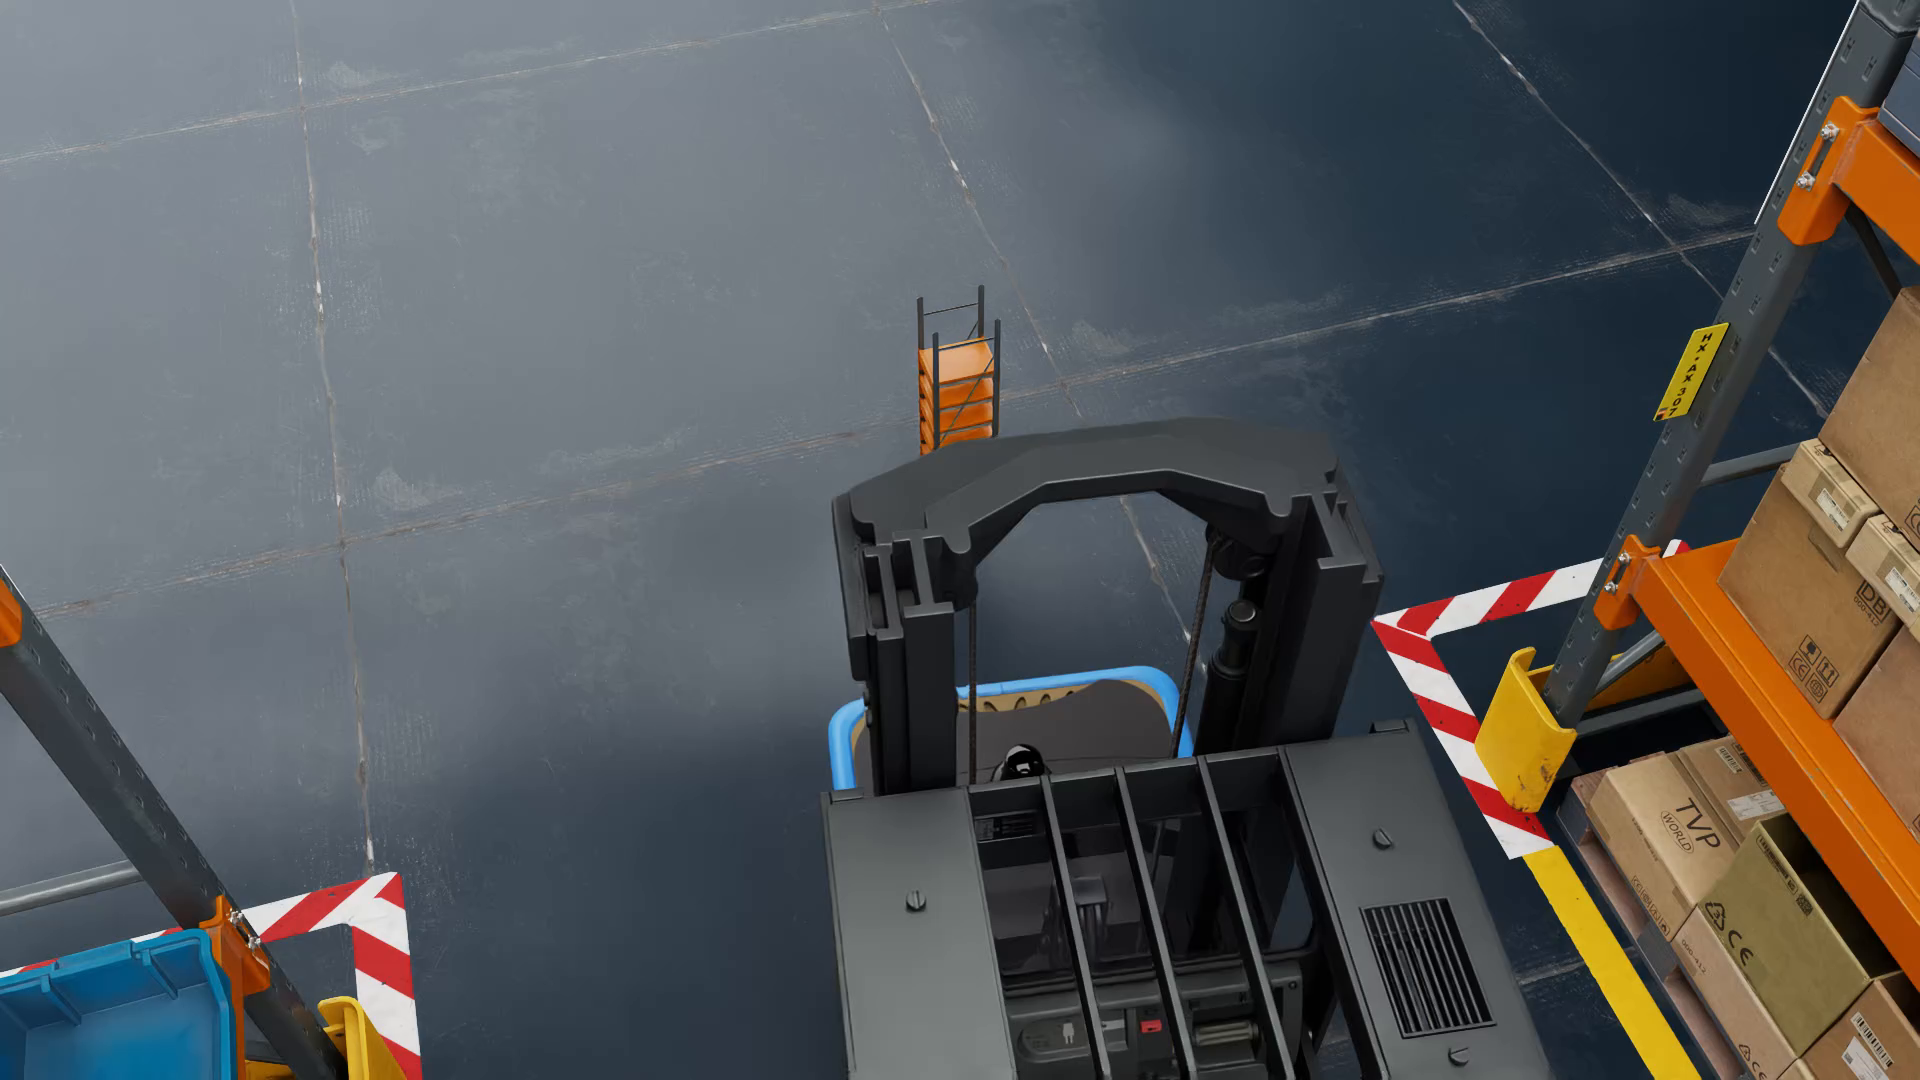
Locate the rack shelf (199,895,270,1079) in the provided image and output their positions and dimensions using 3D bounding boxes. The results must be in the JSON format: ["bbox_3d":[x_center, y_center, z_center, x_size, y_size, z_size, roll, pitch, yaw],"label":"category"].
[{"bbox_3d":[-1.710,2.560,2.890,1.077,0.370,4.000,-13,51,-11],"label":"rack shelf"}]

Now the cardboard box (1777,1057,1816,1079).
[{"bbox_3d":[2.676,1.673,4.691,0.500,0.250,0.500,-13,51,-11],"label":"cardboard box"}]

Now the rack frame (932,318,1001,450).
[{"bbox_3d":[0.023,-0.330,6.034,0.240,1.200,0.006,-13,51,-11],"label":"rack frame"}]

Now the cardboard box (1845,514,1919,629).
[{"bbox_3d":[2.422,0.036,4.058,0.380,0.149,0.250,-15,51,-12],"label":"cardboard box"}]

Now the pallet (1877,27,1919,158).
[{"bbox_3d":[2.616,-0.666,3.235,1.003,0.211,1.213,-13,51,-11],"label":"pallet"}]

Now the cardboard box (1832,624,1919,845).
[{"bbox_3d":[2.717,0.444,4.138,0.700,0.500,0.500,-12,51,-10],"label":"cardboard box"}]

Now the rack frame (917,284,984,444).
[{"bbox_3d":[-0.031,-0.464,6.146,0.240,1.200,0.006,-13,51,-11],"label":"rack frame"}]

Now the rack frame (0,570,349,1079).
[{"bbox_3d":[-2.305,0.868,3.846,0.949,2.616,0.053,-13,51,-11],"label":"rack frame"}]

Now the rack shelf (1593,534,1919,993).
[{"bbox_3d":[3.023,1.443,3.832,1.077,0.370,4.000,-13,51,-11],"label":"rack shelf"}]

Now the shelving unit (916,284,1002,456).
[{"bbox_3d":[-0.004,-0.397,6.090,0.258,1.200,0.189,-13,51,-11],"label":"shelving unit"}]

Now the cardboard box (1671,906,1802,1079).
[{"bbox_3d":[2.529,1.307,4.999,0.500,0.250,0.500,-13,51,-11],"label":"cardboard box"}]

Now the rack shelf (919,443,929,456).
[{"bbox_3d":[-0.004,-0.291,6.216,0.258,0.103,0.180,-13,51,-11],"label":"rack shelf"}]

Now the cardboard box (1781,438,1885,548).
[{"bbox_3d":[2.342,-0.156,4.220,0.380,0.149,0.250,-14,51,-11],"label":"cardboard box"}]

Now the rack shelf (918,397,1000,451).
[{"bbox_3d":[-0.004,-0.446,6.032,0.258,0.103,0.180,-13,51,-11],"label":"rack shelf"}]

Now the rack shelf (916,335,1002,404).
[{"bbox_3d":[-0.004,-0.601,5.849,0.258,0.103,0.180,-13,51,-11],"label":"rack shelf"}]

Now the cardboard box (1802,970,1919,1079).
[{"bbox_3d":[2.687,1.428,4.407,0.500,0.500,0.500,-13,51,-11],"label":"cardboard box"}]

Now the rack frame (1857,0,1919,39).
[{"bbox_3d":[2.431,-2.184,2.495,1.000,3.000,0.127,-13,51,-11],"label":"rack frame"}]

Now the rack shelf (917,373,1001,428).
[{"bbox_3d":[-0.004,-0.523,5.940,0.258,0.103,0.180,-13,51,-11],"label":"rack shelf"}]

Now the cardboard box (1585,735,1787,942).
[{"bbox_3d":[2.377,0.943,5.307,0.500,0.250,0.500,-13,51,-11],"label":"cardboard box"}]

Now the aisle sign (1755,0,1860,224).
[{"bbox_3d":[2.119,-1.067,3.777,0.394,0.787,0.004,-13,51,-11],"label":"aisle sign"}]

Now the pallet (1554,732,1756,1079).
[{"bbox_3d":[2.698,1.198,5.392,1.003,0.211,1.213,-13,51,-11],"label":"pallet"}]

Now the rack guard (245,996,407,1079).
[{"bbox_3d":[-2.234,1.718,4.764,1.175,0.500,0.348,-13,51,-11],"label":"rack guard"}]

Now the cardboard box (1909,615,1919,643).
[{"bbox_3d":[2.495,0.219,3.904,0.380,0.149,0.250,-13,51,-11],"label":"cardboard box"}]

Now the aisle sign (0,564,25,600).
[{"bbox_3d":[-2.039,-0.090,2.954,0.394,0.787,0.004,-13,51,-11],"label":"aisle sign"}]

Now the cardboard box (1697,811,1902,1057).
[{"bbox_3d":[2.527,1.066,4.712,0.500,0.500,0.500,-13,51,-11],"label":"cardboard box"}]

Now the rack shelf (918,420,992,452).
[{"bbox_3d":[-0.004,-0.369,6.124,0.258,0.103,0.180,-13,51,-11],"label":"rack shelf"}]

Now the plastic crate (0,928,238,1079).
[{"bbox_3d":[-1.868,1.213,3.652,0.499,0.251,0.616,-13,51,-11],"label":"plastic crate"}]

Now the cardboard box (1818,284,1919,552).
[{"bbox_3d":[2.573,-0.318,3.932,0.700,0.500,0.500,-13,51,-11],"label":"cardboard box"}]

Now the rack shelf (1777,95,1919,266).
[{"bbox_3d":[3.023,0.476,2.685,1.077,0.370,4.000,-13,51,-11],"label":"rack shelf"}]

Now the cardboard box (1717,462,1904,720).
[{"bbox_3d":[2.557,0.062,4.460,0.700,0.500,0.500,-13,51,-11],"label":"cardboard box"}]

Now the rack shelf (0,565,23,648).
[{"bbox_3d":[-1.710,1.593,1.743,1.077,0.370,4.000,-13,51,-11],"label":"rack shelf"}]

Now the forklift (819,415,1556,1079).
[{"bbox_3d":[0.333,1.275,3.548,1.130,2.935,3.031,-6,50,-5],"label":"forklift"}]

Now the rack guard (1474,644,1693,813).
[{"bbox_3d":[2.424,0.538,5.759,1.175,0.500,0.348,-13,51,-11],"label":"rack guard"}]

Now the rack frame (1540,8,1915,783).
[{"bbox_3d":[2.431,-0.250,4.788,1.000,3.000,0.127,-13,51,-11],"label":"rack frame"}]

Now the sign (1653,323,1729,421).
[{"bbox_3d":[1.899,-0.433,4.325,0.100,0.325,0.005,-13,51,-11],"label":"sign"}]
